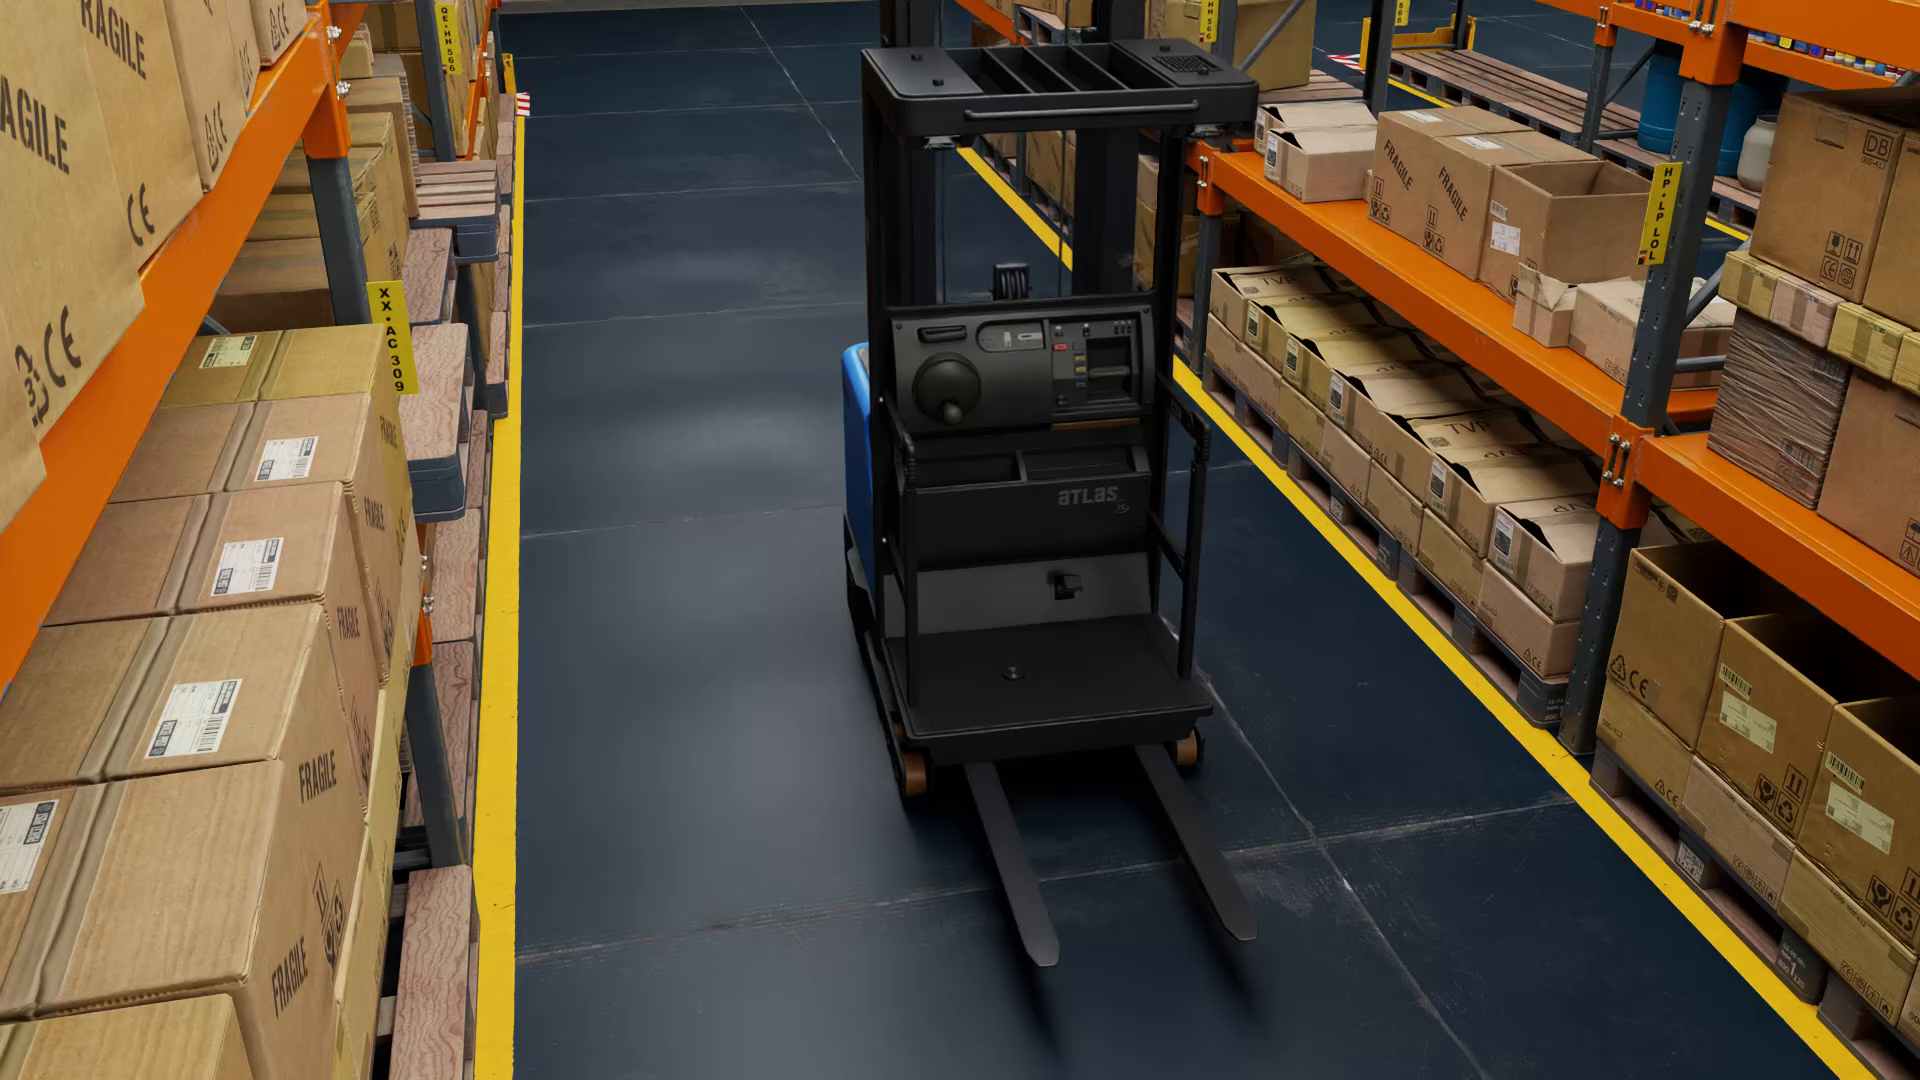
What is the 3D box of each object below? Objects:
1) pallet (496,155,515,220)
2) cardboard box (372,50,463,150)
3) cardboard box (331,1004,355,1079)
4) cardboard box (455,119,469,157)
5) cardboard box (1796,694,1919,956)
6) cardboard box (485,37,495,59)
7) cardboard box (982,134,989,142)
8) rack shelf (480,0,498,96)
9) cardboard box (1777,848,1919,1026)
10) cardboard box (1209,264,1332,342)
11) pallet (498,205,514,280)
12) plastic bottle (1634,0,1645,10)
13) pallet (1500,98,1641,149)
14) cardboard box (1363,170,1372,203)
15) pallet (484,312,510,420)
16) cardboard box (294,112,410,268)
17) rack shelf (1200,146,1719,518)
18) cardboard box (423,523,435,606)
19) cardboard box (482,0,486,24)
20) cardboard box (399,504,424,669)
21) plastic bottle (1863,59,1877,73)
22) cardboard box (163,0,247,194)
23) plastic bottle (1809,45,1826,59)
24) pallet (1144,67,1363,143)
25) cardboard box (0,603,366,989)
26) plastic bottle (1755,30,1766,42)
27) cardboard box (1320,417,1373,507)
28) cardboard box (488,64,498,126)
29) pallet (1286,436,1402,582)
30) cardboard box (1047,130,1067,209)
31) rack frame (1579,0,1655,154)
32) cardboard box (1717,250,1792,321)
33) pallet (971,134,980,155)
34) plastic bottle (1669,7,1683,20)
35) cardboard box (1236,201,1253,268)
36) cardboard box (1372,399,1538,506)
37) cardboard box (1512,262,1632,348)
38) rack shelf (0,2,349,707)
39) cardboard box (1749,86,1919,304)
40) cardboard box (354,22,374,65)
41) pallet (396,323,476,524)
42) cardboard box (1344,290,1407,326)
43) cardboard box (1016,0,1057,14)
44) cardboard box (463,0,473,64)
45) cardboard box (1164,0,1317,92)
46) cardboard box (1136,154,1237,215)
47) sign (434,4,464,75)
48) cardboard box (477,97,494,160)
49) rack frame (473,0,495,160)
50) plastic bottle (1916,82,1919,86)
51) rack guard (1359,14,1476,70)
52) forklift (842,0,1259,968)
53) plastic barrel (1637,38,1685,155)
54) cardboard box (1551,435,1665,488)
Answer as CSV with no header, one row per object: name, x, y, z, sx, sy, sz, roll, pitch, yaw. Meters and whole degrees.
pallet,-3.979,-2.713,12.891,1.003,0.211,1.213,-6,27,-12
cardboard box,-2.842,-2.286,8.487,0.500,0.500,0.500,-5,27,-10
cardboard box,-1.220,1.013,2.559,0.500,0.250,0.500,-6,27,-12
cardboard box,-2.856,-2.162,8.961,0.380,0.149,0.250,-5,27,-10
cardboard box,2.770,0.771,4.647,0.500,0.500,0.500,-6,27,-12
cardboard box,-4.265,-4.286,14.501,0.380,0.149,0.250,-5,27,-10
cardboard box,0.394,-3.425,13.881,0.380,0.149,0.250,-6,27,-12
rack shelf,-4.334,-4.173,13.487,1.077,0.370,4.000,-6,27,-12
cardboard box,2.769,1.106,4.816,0.500,0.250,0.500,-6,27,-12
cardboard box,1.675,-1.316,8.991,0.500,0.311,0.500,-5,27,-10
pallet,-3.636,-2.040,11.558,1.003,0.211,1.213,-6,27,-12
plastic bottle,5.436,-4.366,13.200,0.061,0.283,0.133,-6,27,-12
pallet,5.565,-3.696,14.839,1.003,0.211,1.213,-6,27,-12
cardboard box,2.186,-1.699,8.065,0.380,0.149,0.250,-4,27,-8
pallet,-3.086,-0.969,9.436,1.003,0.211,1.213,-6,27,-12
cardboard box,-2.564,-1.351,6.499,0.700,0.500,0.500,-6,27,-12
rack shelf,2.294,-1.166,7.529,1.077,0.370,4.000,-6,27,-12
cardboard box,-2.504,0.044,6.620,0.700,0.500,0.500,-6,27,-11
cardboard box,-4.149,-4.311,12.629,0.980,0.700,0.700,-7,28,-13
cardboard box,-1.678,0.131,4.306,0.500,0.250,0.500,-6,27,-11
plastic bottle,6.037,-3.194,10.969,0.097,0.201,0.097,0,27,0
cardboard box,-1.463,-0.838,2.618,0.500,0.500,0.500,-7,28,-14
plastic bottle,5.906,-3.450,11.386,0.061,0.283,0.133,-6,27,-12
pallet,1.622,-2.570,9.725,1.213,0.211,1.003,-6,27,-12
cardboard box,-1.334,0.464,2.814,0.500,0.500,0.500,-5,27,-10
plastic bottle,5.784,-3.718,11.931,0.097,0.271,0.097,0,27,0
cardboard box,2.028,-0.392,7.783,0.500,0.250,0.500,-5,27,-11
cardboard box,-4.303,-3.706,14.072,0.700,0.500,0.500,-7,28,-13
pallet,2.262,-0.220,7.952,1.003,0.211,1.213,-6,27,-12
cardboard box,0.945,-2.731,12.118,0.500,0.500,0.500,-6,27,-11
rack frame,5.769,-4.622,13.579,1.000,3.000,0.127,-6,27,-12
cardboard box,2.617,-0.806,5.186,0.380,0.149,0.250,-6,27,-12
pallet,0.510,-3.714,14.875,1.003,0.211,1.213,-6,27,-12
plastic bottle,5.584,-4.164,12.809,0.152,0.276,0.135,-6,27,-12
cardboard box,1.896,-1.904,10.478,0.500,0.500,0.500,-7,28,-13
cardboard box,2.141,-0.415,7.206,0.500,0.311,0.500,-6,27,-12
cardboard box,2.368,-0.916,6.386,0.396,0.266,0.258,-7,28,-13
rack shelf,-1.630,-0.244,2.374,1.077,0.370,4.000,-6,27,-12
cardboard box,2.851,-1.039,4.928,0.700,0.500,0.500,-6,27,-11
cardboard box,-2.875,-2.242,7.545,0.380,0.149,0.250,-10,28,-18
pallet,-2.111,-0.369,5.365,1.003,0.211,1.213,-6,27,-12
cardboard box,2.325,-1.143,8.648,0.500,0.311,0.500,-6,27,-12
cardboard box,0.831,-4.122,12.011,0.700,0.500,0.500,-16,31,-29
cardboard box,-3.304,-3.181,10.261,0.500,0.500,0.500,-6,27,-12
cardboard box,1.592,-2.862,9.514,0.700,0.500,0.500,-16,31,-29
cardboard box,1.387,-2.191,10.216,0.500,0.250,0.500,-5,27,-10
sign,-2.455,-2.401,7.981,0.100,0.325,0.005,-6,27,-12
cardboard box,-3.610,-2.572,11.436,0.750,0.750,0.750,-6,27,-11
rack frame,-3.883,-3.616,11.586,1.000,3.000,0.127,-6,27,-12
plastic bottle,6.111,-3.050,10.593,0.061,0.283,0.133,-6,27,-12
rack guard,4.849,-5.272,17.639,1.175,0.500,0.348,-6,27,-12
forklift,0.270,-0.572,5.631,1.130,2.935,3.031,-5,27,-10
plastic barrel,5.875,-3.632,13.480,0.600,0.901,0.708,-6,27,-12
cardboard box,2.787,-0.246,6.872,0.500,0.311,0.500,-6,27,-12
